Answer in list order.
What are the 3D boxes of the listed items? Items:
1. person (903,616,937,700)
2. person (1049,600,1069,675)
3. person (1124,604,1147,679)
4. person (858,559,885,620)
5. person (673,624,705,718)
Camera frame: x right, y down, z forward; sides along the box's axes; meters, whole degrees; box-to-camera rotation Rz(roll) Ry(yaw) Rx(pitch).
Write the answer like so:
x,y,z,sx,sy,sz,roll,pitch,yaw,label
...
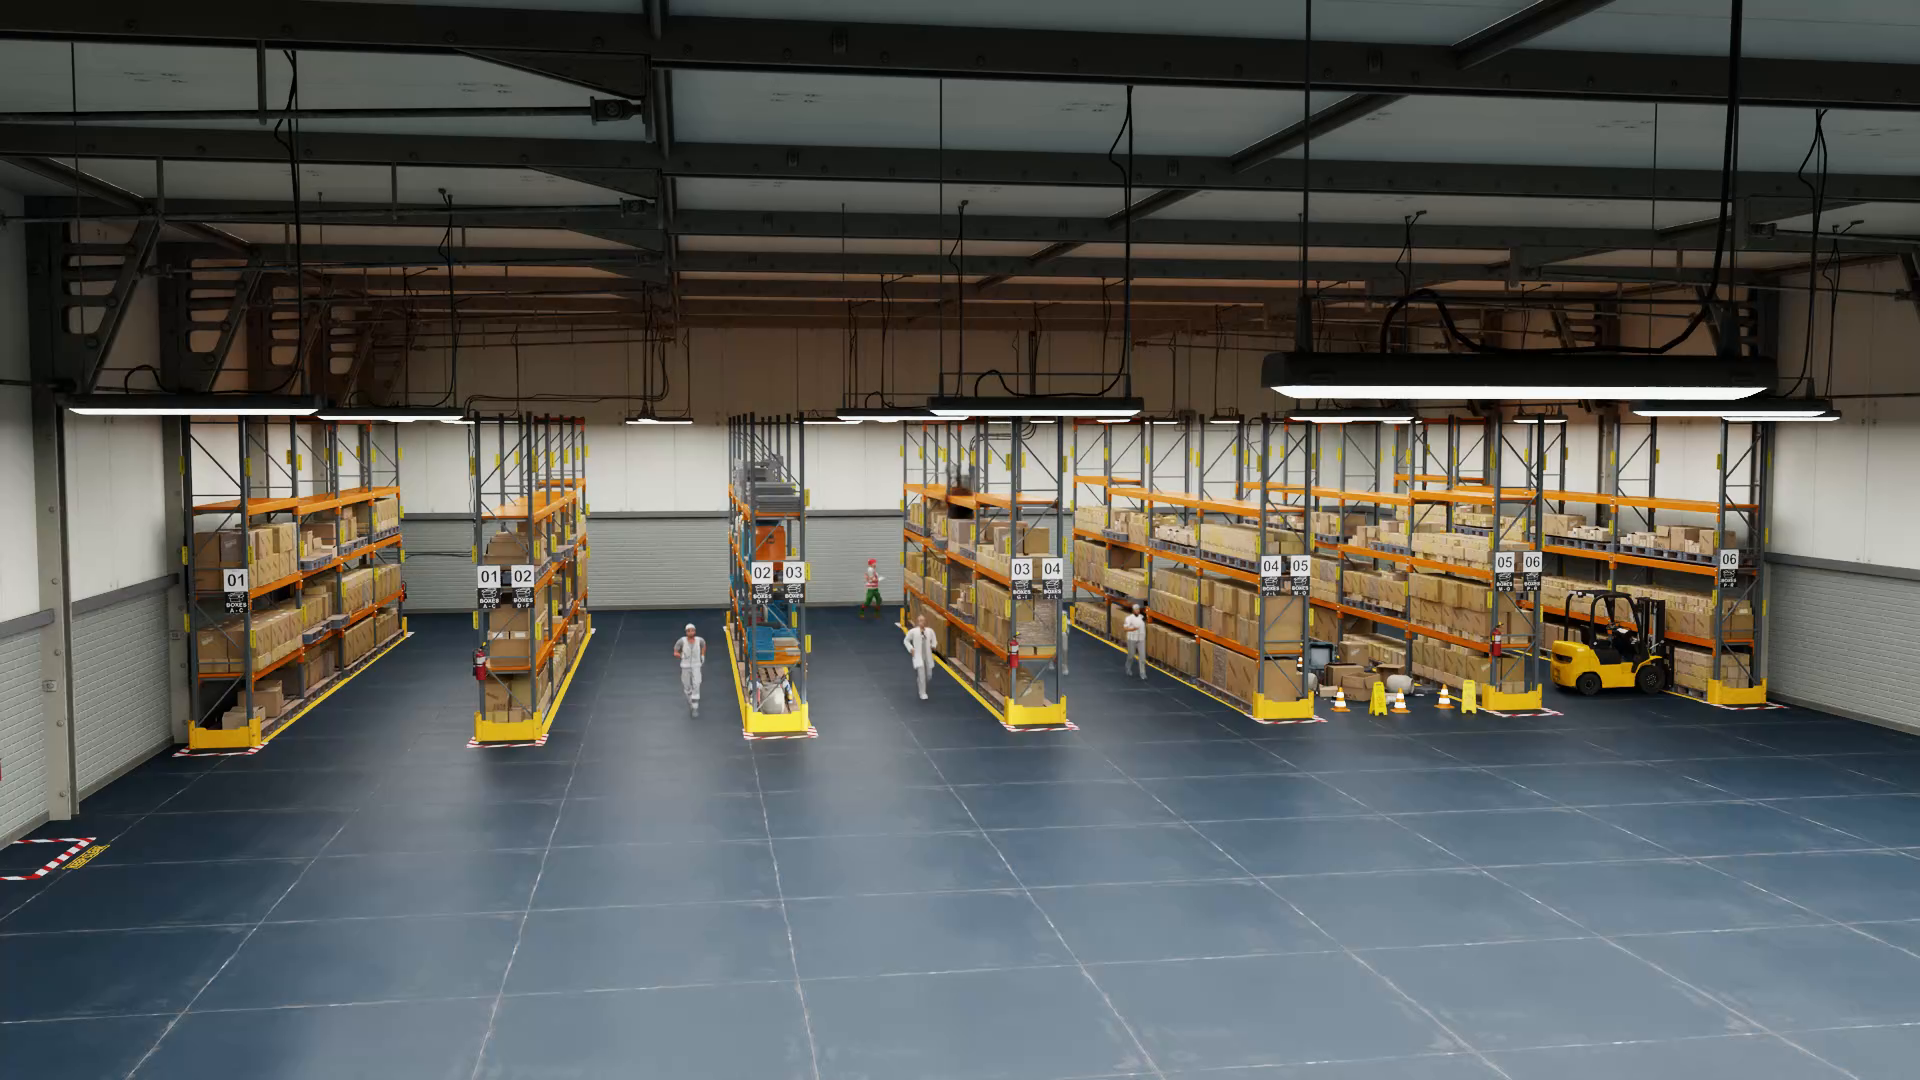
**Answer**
x,y,z,sx,sy,sz,roll,pitch,yaw,label
-0.819,2.466,35.114,0.715,1.735,0.826,-1,4,-18,person
2.288,2.225,38.729,0.605,1.722,0.866,-1,4,-17,person
4.005,2.287,37.834,0.602,1.663,0.913,-1,4,-13,person
-2.612,1.481,49.228,0.819,1.860,0.649,1,4,10,person
-5.409,2.576,33.256,0.621,1.818,1.088,0,4,-6,person
